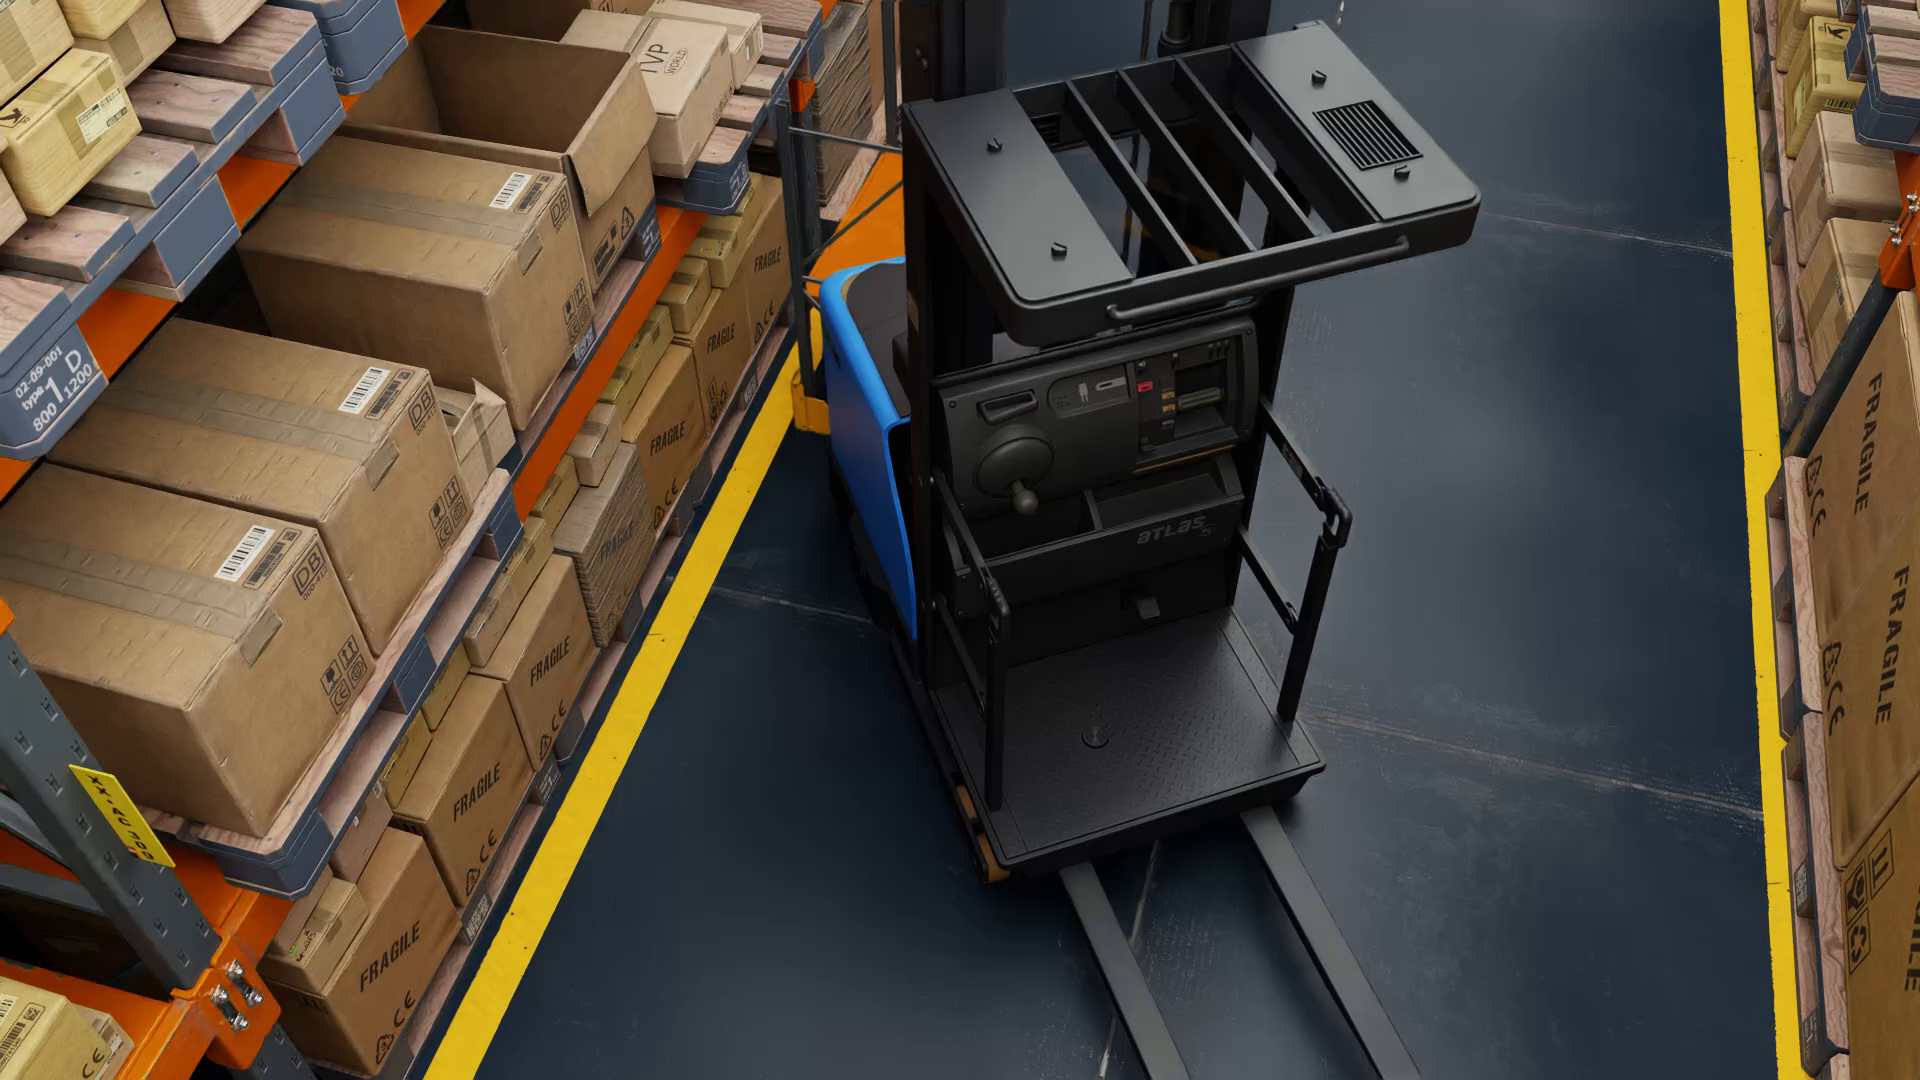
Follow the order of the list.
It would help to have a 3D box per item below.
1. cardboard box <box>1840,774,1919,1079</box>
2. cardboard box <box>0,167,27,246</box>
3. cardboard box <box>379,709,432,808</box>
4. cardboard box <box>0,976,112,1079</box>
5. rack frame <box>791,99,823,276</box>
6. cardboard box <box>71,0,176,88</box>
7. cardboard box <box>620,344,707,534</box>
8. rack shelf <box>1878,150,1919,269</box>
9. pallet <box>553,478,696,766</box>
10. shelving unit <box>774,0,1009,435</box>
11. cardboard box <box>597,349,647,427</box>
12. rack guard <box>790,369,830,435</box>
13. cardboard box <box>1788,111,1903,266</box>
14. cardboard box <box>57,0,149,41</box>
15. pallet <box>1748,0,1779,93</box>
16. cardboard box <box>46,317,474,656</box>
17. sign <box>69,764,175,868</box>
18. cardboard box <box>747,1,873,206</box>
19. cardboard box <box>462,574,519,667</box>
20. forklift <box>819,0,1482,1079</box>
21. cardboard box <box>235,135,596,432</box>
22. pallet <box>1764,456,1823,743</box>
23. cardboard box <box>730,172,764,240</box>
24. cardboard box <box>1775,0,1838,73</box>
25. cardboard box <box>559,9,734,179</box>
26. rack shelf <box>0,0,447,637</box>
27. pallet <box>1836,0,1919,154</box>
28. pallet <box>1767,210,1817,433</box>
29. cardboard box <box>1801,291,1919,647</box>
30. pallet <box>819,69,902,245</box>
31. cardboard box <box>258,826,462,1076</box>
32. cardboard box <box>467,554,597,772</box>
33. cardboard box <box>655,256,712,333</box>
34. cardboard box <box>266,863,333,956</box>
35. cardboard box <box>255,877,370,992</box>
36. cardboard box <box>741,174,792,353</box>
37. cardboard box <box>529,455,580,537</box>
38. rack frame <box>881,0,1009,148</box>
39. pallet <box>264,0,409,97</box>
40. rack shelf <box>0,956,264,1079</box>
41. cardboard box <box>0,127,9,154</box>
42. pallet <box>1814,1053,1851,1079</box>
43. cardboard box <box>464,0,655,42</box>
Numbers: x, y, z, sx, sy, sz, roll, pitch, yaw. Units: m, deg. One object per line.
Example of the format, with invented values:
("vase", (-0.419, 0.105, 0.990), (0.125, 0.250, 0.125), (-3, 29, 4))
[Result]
("cardboard box", (2.969, 1.141, 4.379), (0.875, 0.875, 0.875), (13, 50, 11))
("cardboard box", (-1.675, -0.500, 2.511), (0.380, 0.149, 0.250), (12, 50, 11))
("cardboard box", (-1.731, 0.582, 4.690), (0.380, 0.149, 0.250), (9, 49, 8))
("cardboard box", (-2.036, 1.087, 3.192), (0.500, 0.250, 0.500), (13, 50, 11))
("rack frame", (-1.084, -2.174, 6.168), (1.000, 3.000, 0.127), (12, 50, 10))
("cardboard box", (-1.601, -0.883, 2.849), (0.380, 0.149, 0.250), (12, 50, 10))
("cardboard box", (-1.265, -0.399, 5.988), (0.500, 0.500, 0.500), (14, 50, 12))
("rack shelf", (4.232, -2.406, 6.853), (1.077, 0.370, 4.000), (12, 50, 10))
("pallet", (-1.640, 0.161, 5.967), (1.003, 0.211, 1.213), (12, 50, 10))
("shelving unit", (-0.220, -1.264, 6.365), (0.587, 1.500, 1.083), (14, 50, 12))
("cardboard box", (-1.302, -0.546, 5.685), (0.380, 0.149, 0.250), (11, 49, 9))
("rack guard", (-0.375, -0.495, 6.520), (0.587, 0.250, 0.087), (14, 50, 12))
("cardboard box", (4.050, -1.409, 6.965), (0.950, 0.372, 0.625), (11, 49, 9))
("cardboard box", (-1.526, -0.972, 2.729), (0.380, 0.149, 0.250), (11, 49, 9))
("pallet", (4.555, -2.604, 8.408), (1.003, 0.211, 1.213), (12, 50, 10))
("cardboard box", (-1.658, -0.133, 4.020), (0.700, 0.500, 0.500), (12, 50, 10))
("sign", (-1.611, 0.534, 3.200), (0.100, 0.325, 0.005), (12, 50, 10))
("cardboard box", (-0.907, -1.976, 7.297), (0.875, 0.625, 0.625), (13, 50, 11))
("cardboard box", (-1.570, 0.208, 5.020), (0.380, 0.149, 0.250), (11, 50, 10))
("forklift", (0.476, -0.238, 4.506), (1.130, 2.935, 3.031), (-15, 50, -13))
("cardboard box", (-1.451, -0.701, 4.521), (0.700, 0.500, 0.500), (11, 50, 10))
("pallet", (3.425, 0.281, 5.861), (1.003, 0.211, 1.213), (12, 50, 10))
("cardboard box", (-0.970, -1.293, 6.345), (0.380, 0.149, 0.250), (9, 49, 8))
("cardboard box", (4.437, -2.459, 7.893), (0.950, 0.372, 0.625), (14, 50, 12))
("cardboard box", (-1.050, -1.436, 5.337), (0.500, 0.250, 0.500), (9, 49, 8))
("rack shelf", (-1.611, -1.482, 4.037), (1.077, 0.370, 4.000), (12, 50, 10))
("pallet", (3.790, -1.670, 5.852), (1.213, 0.211, 1.003), (12, 50, 10))
("pallet", (3.913, -0.840, 6.850), (1.003, 0.211, 1.213), (12, 50, 10))
("cardboard box", (3.444, -0.150, 5.519), (0.875, 0.875, 0.875), (11, 50, 10))
("pallet", (-0.830, -1.839, 7.732), (1.003, 0.211, 1.213), (12, 50, 10))
("cardboard box", (-1.793, 1.102, 4.664), (0.500, 0.500, 0.500), (14, 50, 12))
("cardboard box", (-1.526, 0.355, 5.324), (0.500, 0.500, 0.500), (10, 49, 9))
("cardboard box", (-1.124, -0.908, 6.005), (0.380, 0.149, 0.250), (10, 49, 9))
("cardboard box", (-1.844, 0.875, 4.233), (0.380, 0.149, 0.250), (11, 49, 9))
("cardboard box", (-1.786, 0.986, 4.334), (0.380, 0.149, 0.250), (14, 50, 12))
("cardboard box", (-0.988, -1.138, 6.641), (0.500, 0.500, 0.500), (13, 50, 11))
("cardboard box", (-1.460, -0.172, 5.356), (0.380, 0.149, 0.250), (12, 50, 10))
("rack frame", (-0.059, -1.632, 6.690), (0.500, 1.500, 0.032), (14, 50, 12))
("pallet", (-1.628, -1.420, 3.627), (1.213, 0.211, 1.003), (12, 50, 10))
("rack shelf", (-2.663, 2.404, 2.608), (1.077, 0.370, 4.000), (12, 50, 10))
("cardboard box", (-1.635, -0.590, 2.392), (0.380, 0.149, 0.250), (13, 50, 11))
("pallet", (2.783, 2.046, 4.304), (1.003, 0.211, 1.213), (12, 50, 10))
("cardboard box", (-1.370, -2.005, 5.672), (0.500, 0.500, 0.500), (14, 50, 12))
